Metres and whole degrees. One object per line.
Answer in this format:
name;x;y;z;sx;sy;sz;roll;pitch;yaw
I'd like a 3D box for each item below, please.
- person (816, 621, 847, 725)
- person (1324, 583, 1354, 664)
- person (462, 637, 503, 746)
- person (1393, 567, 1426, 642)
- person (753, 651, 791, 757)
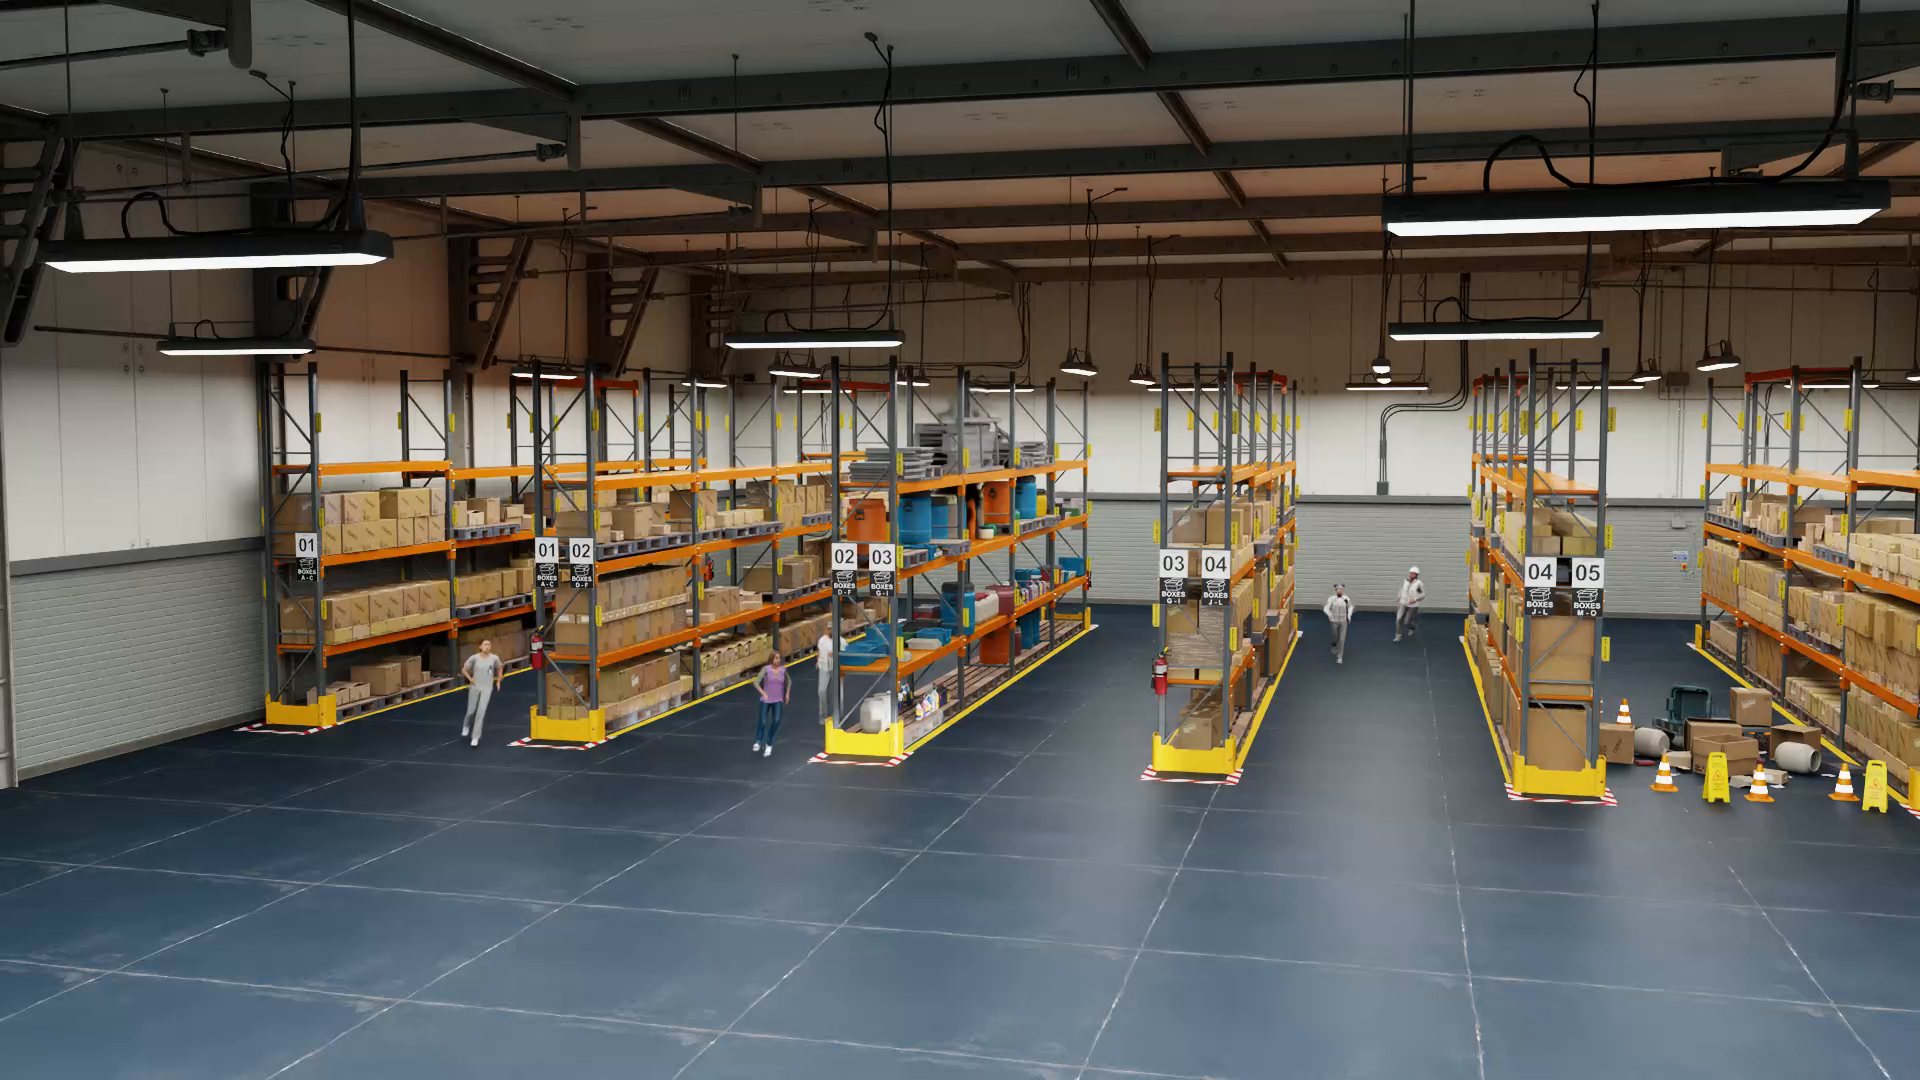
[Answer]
person;-2.153;2.221;27.853;0.573;1.721;0.764;0;4;6
person;7.924;1.722;34.777;0.618;1.673;0.890;1;4;9
person;-7.472;2.340;26.045;0.631;1.629;0.934;-1;4;-19
person;10.328;1.475;38.066;0.699;1.734;0.756;4;5;43
person;-2.825;2.457;25.106;0.601;1.587;0.615;-1;4;-14
